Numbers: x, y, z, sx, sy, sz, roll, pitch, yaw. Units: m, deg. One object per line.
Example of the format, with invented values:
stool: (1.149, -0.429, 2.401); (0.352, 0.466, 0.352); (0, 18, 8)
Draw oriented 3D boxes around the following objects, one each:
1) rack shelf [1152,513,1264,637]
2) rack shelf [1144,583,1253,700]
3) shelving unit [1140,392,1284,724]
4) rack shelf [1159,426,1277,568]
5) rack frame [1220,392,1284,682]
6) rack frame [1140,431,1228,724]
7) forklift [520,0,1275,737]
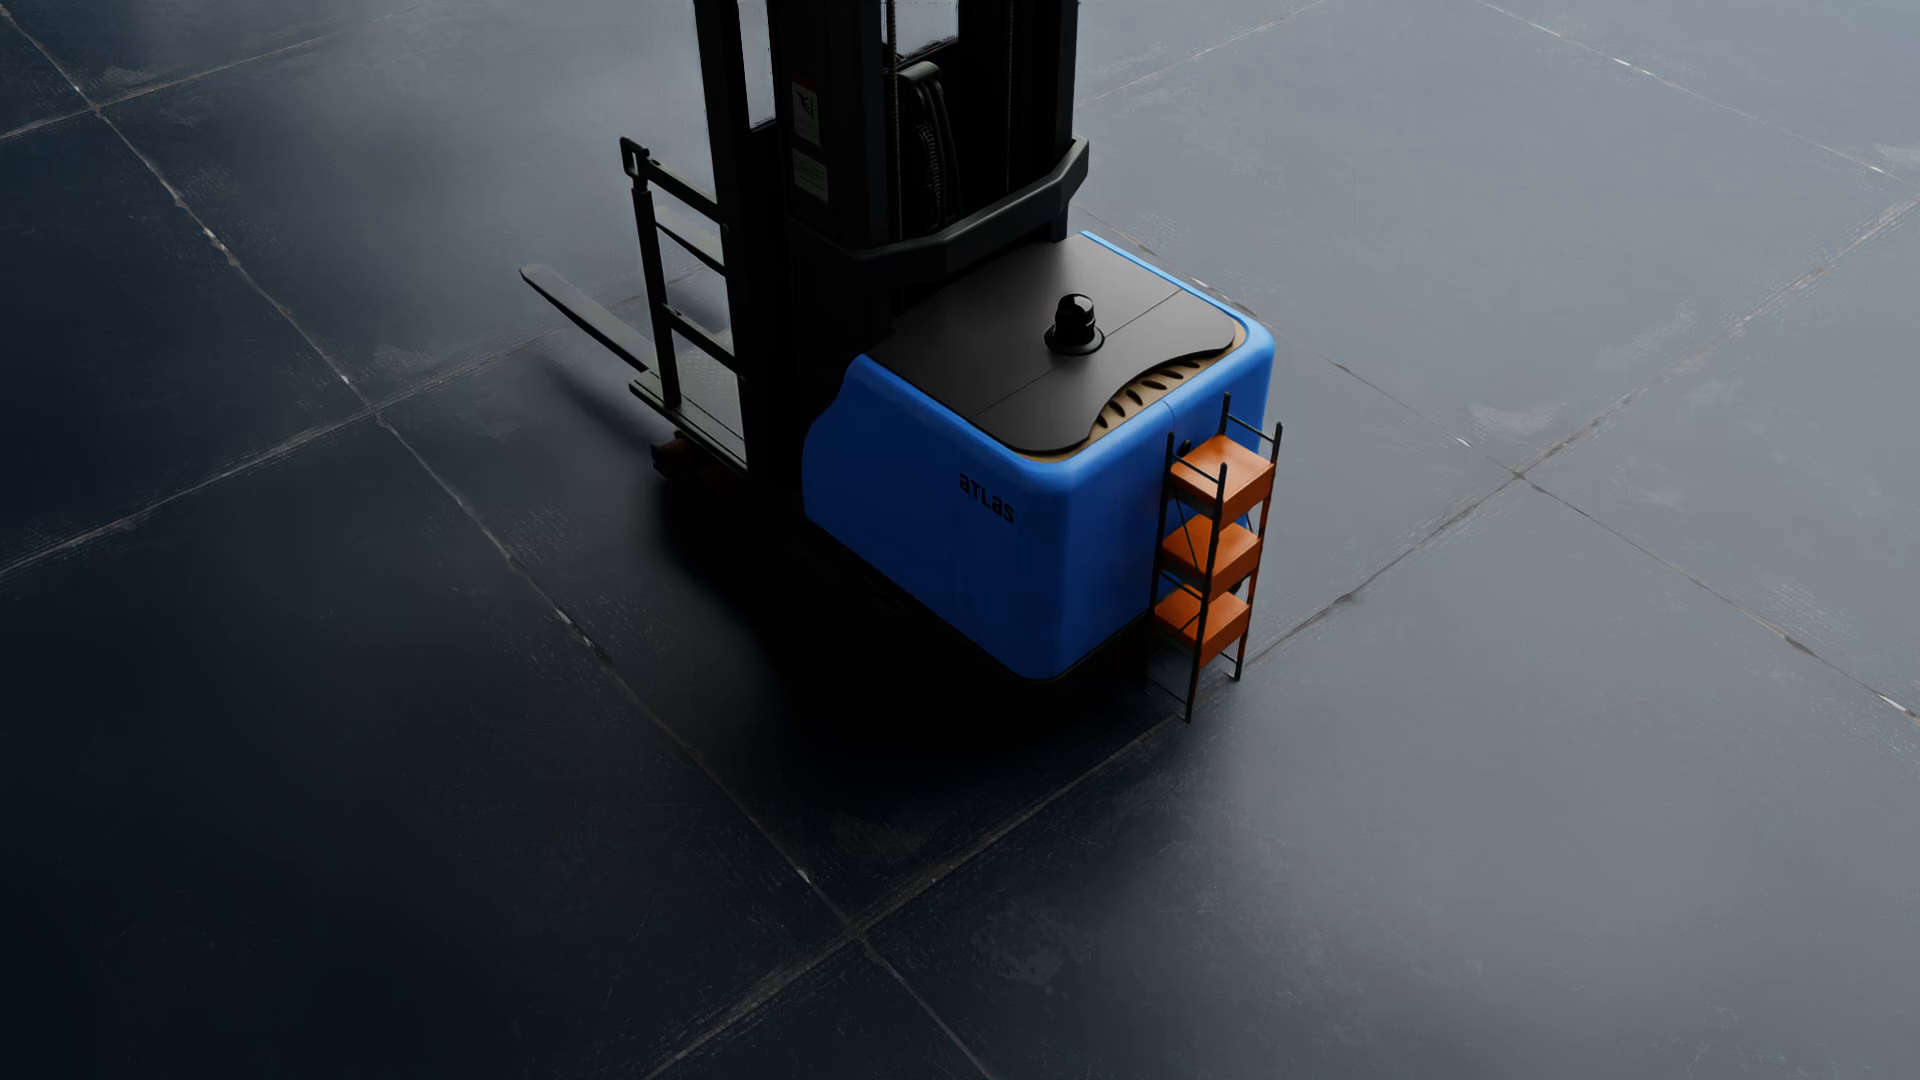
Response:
rack shelf: (0.727, 0.085, 4.909); (0.240, 0.259, 0.215); (-34, 53, -31)
rack shelf: (0.727, 0.287, 5.099); (0.240, 0.259, 0.215); (-34, 53, -31)
shelving unit: (0.727, 0.077, 4.901); (0.252, 1.050, 0.215); (-34, 53, -31)
rack shelf: (0.727, -0.122, 4.714); (0.240, 0.259, 0.215); (-34, 53, -31)
rack frame: (0.814, 0.018, 4.964); (0.008, 1.050, 0.200); (-34, 53, -31)
rack frame: (0.640, 0.136, 4.839); (0.008, 1.050, 0.200); (-34, 53, -31)
forklift: (-0.449, -1.387, 5.086); (1.130, 2.935, 3.031); (-33, 53, -30)
